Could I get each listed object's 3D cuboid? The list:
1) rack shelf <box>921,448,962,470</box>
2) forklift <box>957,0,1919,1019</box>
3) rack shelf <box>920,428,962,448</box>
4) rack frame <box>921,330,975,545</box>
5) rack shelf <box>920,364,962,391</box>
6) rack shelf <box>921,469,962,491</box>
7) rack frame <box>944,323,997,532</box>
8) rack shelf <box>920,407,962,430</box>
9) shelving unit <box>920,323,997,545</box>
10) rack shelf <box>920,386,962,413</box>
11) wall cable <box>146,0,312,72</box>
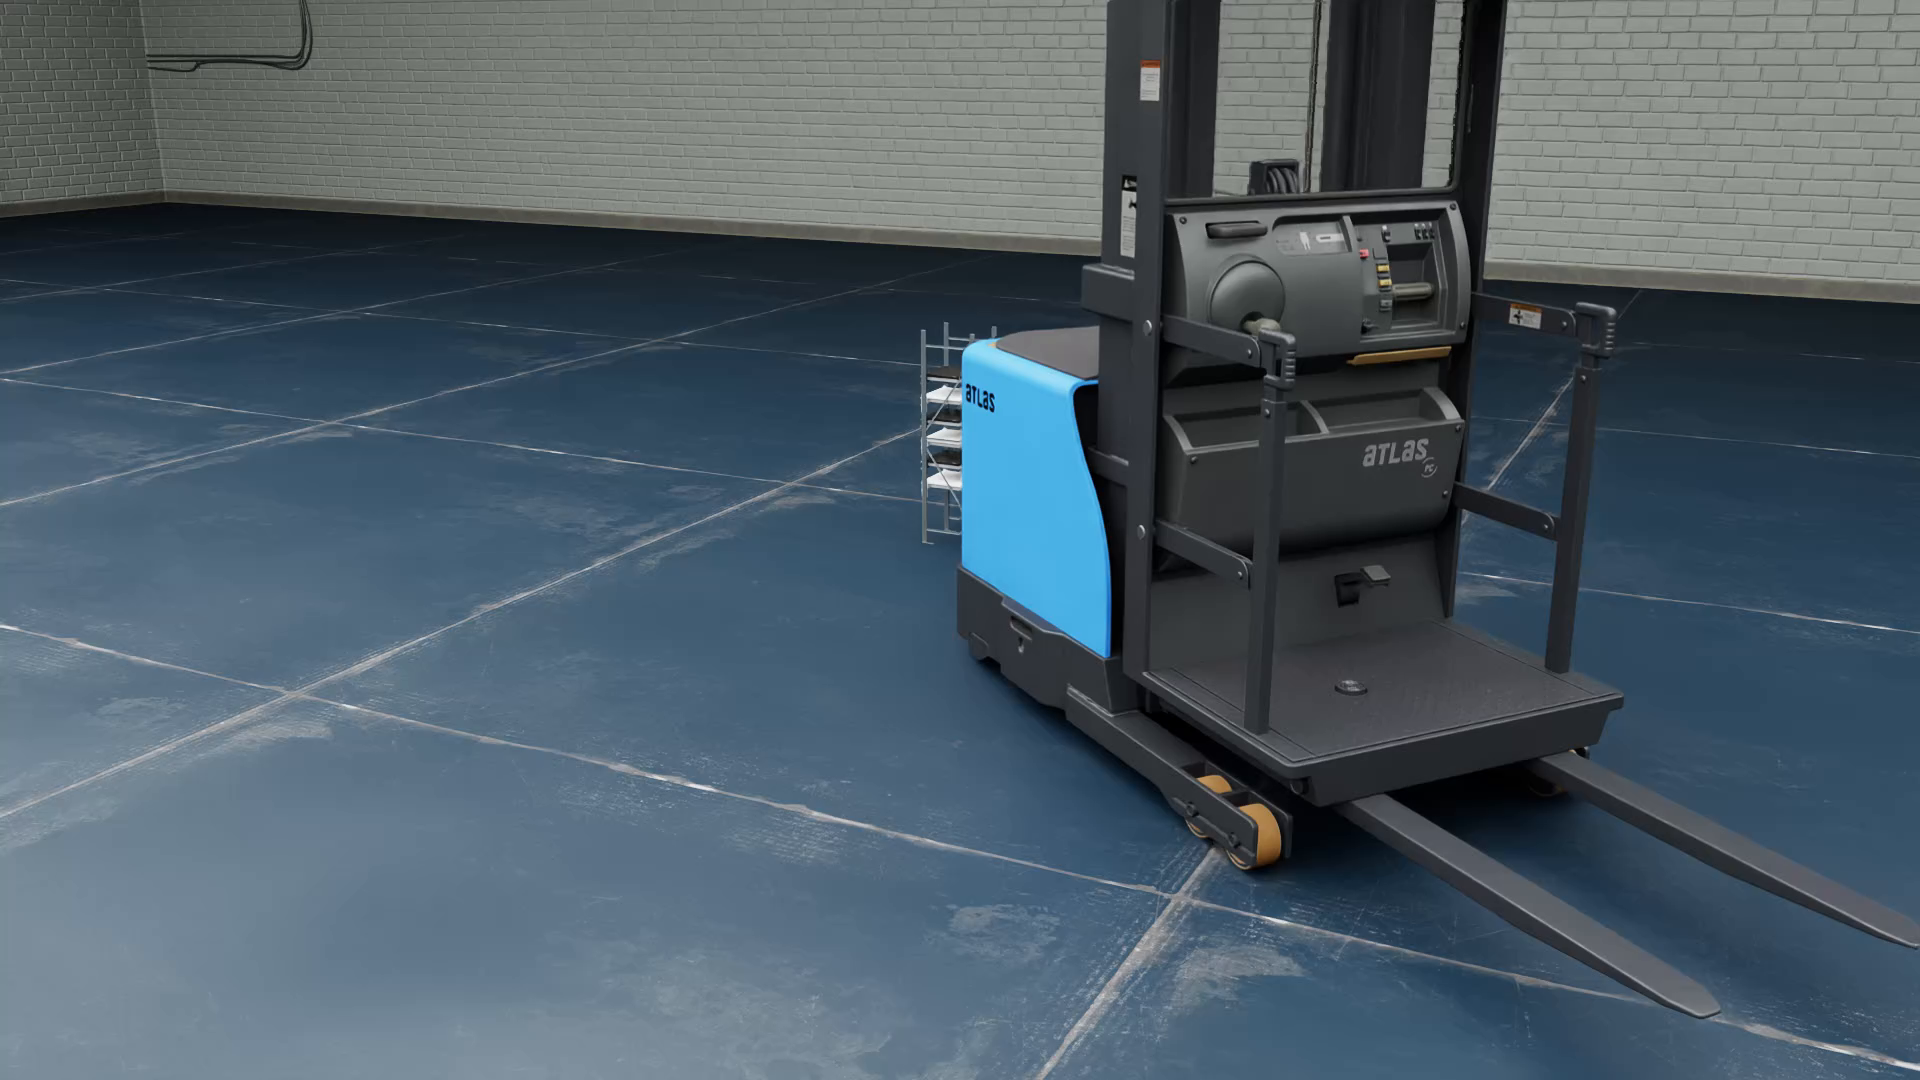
[{"bbox_3d":[-0.004,-0.311,6.924,0.258,0.077,0.200,8,18,25],"label":"rack shelf"},{"bbox_3d":[1.073,-0.711,4.270,1.130,2.935,3.031,-8,18,-24],"label":"forklift"},{"bbox_3d":[-0.004,-0.397,6.899,0.258,0.077,0.200,8,18,25],"label":"rack shelf"},{"bbox_3d":[-0.049,-0.403,6.802,0.240,0.900,0.006,8,18,25],"label":"rack frame"},{"bbox_3d":[-0.004,-0.656,6.822,0.258,0.077,0.200,8,18,25],"label":"rack shelf"},{"bbox_3d":[-0.004,-0.225,6.950,0.258,0.077,0.200,8,18,25],"label":"rack shelf"},{"bbox_3d":[0.042,-0.455,6.976,0.240,0.900,0.006,8,18,25],"label":"rack frame"},{"bbox_3d":[-0.004,-0.484,6.873,0.258,0.077,0.200,8,18,25],"label":"rack shelf"},{"bbox_3d":[-0.004,-0.429,6.889,0.258,0.900,0.210,8,18,25],"label":"shelving unit"},{"bbox_3d":[-0.004,-0.570,6.848,0.258,0.077,0.200,8,18,25],"label":"rack shelf"},{"bbox_3d":[-9.333,-7.154,20.759,3.097,2.526,0.112,8,18,25],"label":"wall cable"}]
